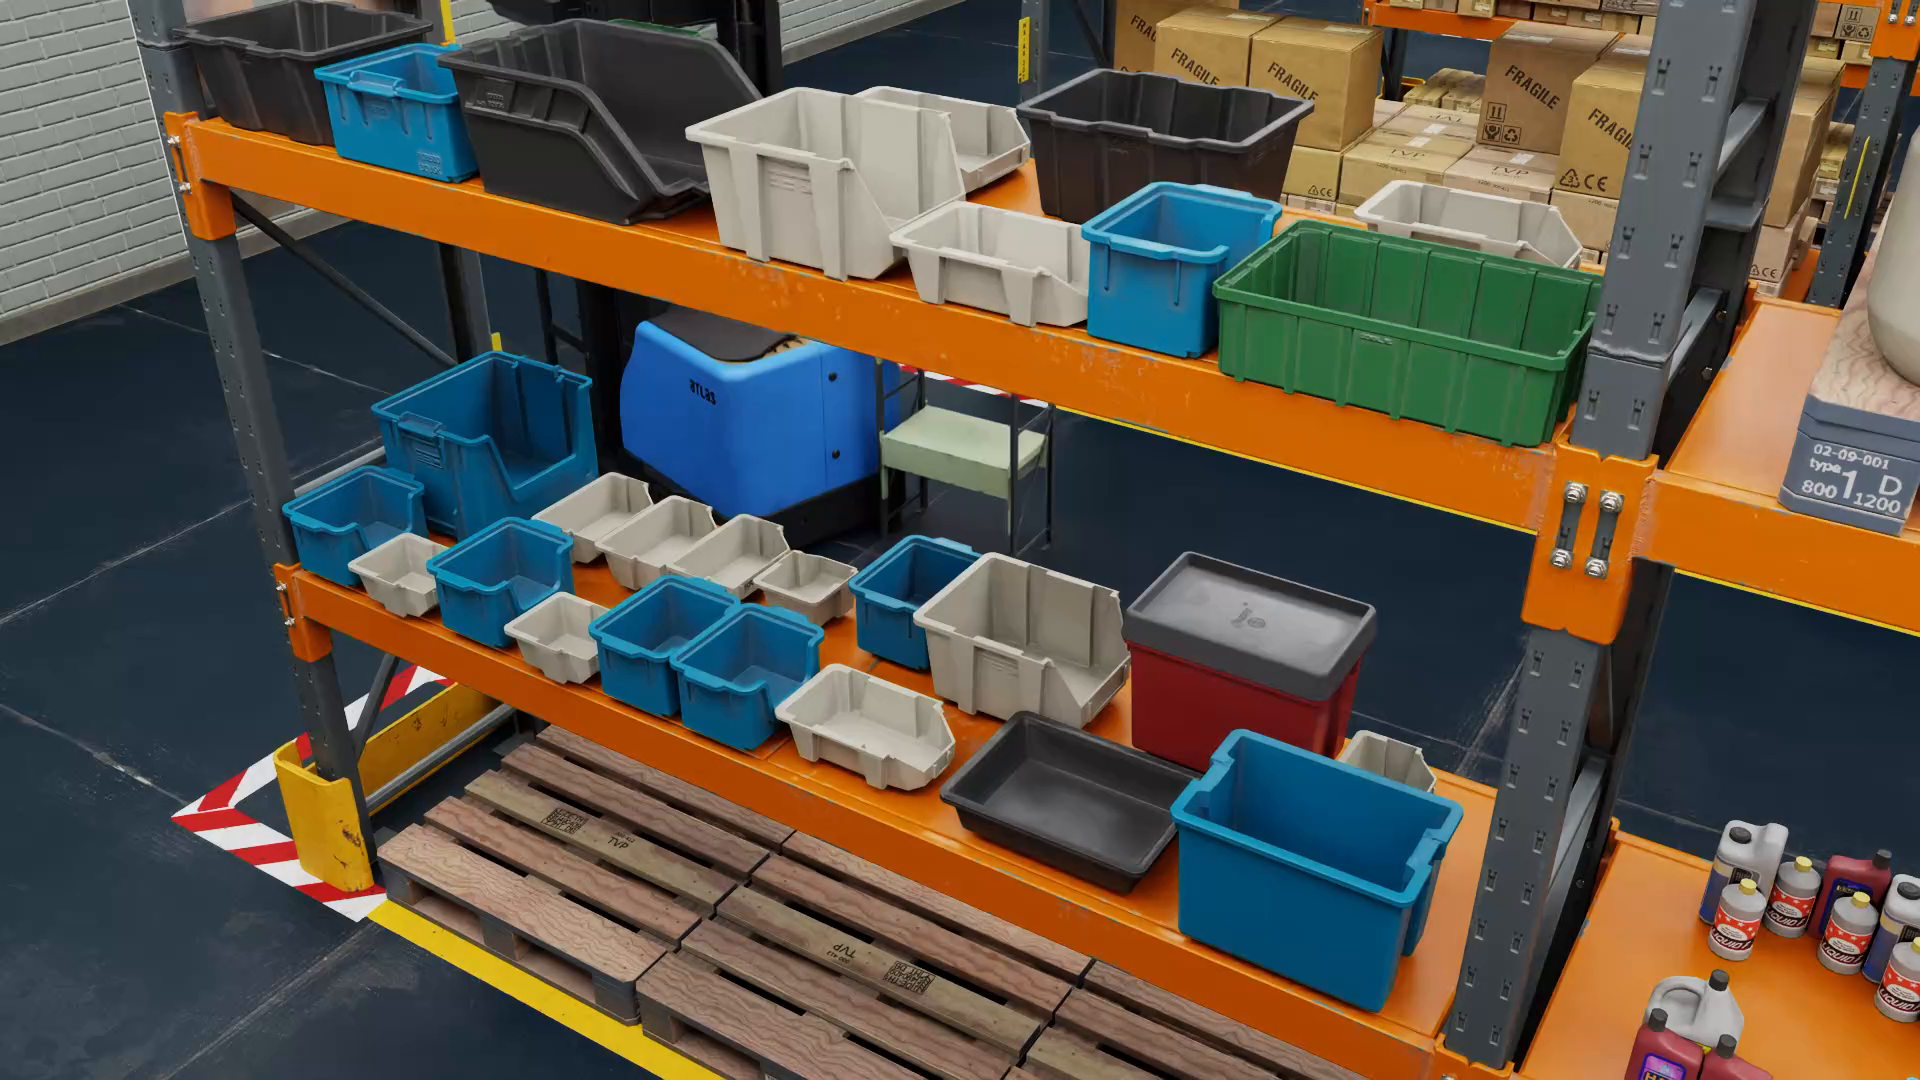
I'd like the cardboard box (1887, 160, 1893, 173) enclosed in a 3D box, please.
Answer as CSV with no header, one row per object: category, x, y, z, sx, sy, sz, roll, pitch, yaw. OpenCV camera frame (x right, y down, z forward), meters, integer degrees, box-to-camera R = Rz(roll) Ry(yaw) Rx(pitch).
cardboard box,6.610,-2.737,12.081,0.250,0.149,0.380,19,35,30

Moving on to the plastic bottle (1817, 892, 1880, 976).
plastic bottle,2.090,0.914,3.904,0.097,0.201,0.097,0,30,0

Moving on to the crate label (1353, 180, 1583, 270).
crate label,1.130,-0.657,3.684,0.466,0.136,0.293,18,35,27

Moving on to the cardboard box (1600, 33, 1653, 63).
cardboard box,3.341,-2.095,7.973,0.500,0.500,0.500,18,35,27

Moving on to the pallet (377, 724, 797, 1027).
pallet,-1.319,1.150,6.070,1.213,0.211,1.003,18,35,27

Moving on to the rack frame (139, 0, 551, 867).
rack frame,-1.997,-0.292,5.774,0.127,3.000,1.000,18,35,27

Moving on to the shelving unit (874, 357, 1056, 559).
shelving unit,0.028,-0.640,7.851,0.755,1.500,0.431,16,34,27

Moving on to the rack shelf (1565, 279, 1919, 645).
rack shelf,3.085,0.330,2.444,4.000,0.370,1.077,18,35,27

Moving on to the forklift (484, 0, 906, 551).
forklift,-1.608,-1.808,8.441,1.130,2.935,3.031,-23,37,-34

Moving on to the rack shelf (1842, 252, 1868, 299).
rack shelf,5.718,-0.488,6.824,4.000,0.370,1.077,18,35,27

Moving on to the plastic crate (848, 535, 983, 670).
plastic crate,-0.121,0.195,5.046,0.300,0.233,0.416,18,35,27

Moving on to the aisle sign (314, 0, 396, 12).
aisle sign,-1.902,-1.559,5.366,0.004,0.787,0.394,18,35,27

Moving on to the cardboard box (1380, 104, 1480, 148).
cardboard box,2.492,-2.043,8.629,0.500,0.250,0.500,18,35,27

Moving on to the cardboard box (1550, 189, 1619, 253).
cardboard box,3.071,-1.542,7.770,0.500,0.250,0.500,19,35,29

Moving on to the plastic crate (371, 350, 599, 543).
plastic crate,-1.614,-0.323,5.733,0.499,0.435,0.616,18,35,27

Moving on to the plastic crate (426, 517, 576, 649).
plastic crate,-1.405,0.137,5.145,0.300,0.233,0.416,18,35,27

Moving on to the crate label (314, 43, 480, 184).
crate label,-1.387,-1.139,4.396,0.502,0.251,0.408,18,35,27

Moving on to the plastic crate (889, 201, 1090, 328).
plastic crate,0.111,-0.581,3.554,0.466,0.136,0.293,18,35,27

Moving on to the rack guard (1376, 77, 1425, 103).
rack guard,3.423,-3.396,13.575,0.348,0.500,1.175,18,35,27

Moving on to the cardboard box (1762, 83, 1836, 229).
cardboard box,3.493,-1.731,7.350,0.500,0.500,0.500,19,35,29

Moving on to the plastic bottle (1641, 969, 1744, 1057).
plastic bottle,1.551,1.044,3.532,0.185,0.351,0.144,18,35,27

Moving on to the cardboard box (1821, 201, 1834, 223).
cardboard box,6.233,-2.334,11.686,0.250,0.149,0.380,18,35,28

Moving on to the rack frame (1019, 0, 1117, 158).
rack frame,0.636,-2.406,9.398,0.127,3.000,1.000,18,35,27

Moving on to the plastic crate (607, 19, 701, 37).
plastic crate,-1.010,-1.354,4.828,0.336,0.188,0.450,18,35,27

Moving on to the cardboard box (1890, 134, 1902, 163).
cardboard box,6.565,-2.812,11.915,0.250,0.149,0.380,19,35,29

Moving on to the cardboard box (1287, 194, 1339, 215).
cardboard box,1.852,-1.718,8.468,0.250,0.149,0.380,17,34,27

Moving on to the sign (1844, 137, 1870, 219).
sign,3.730,-1.505,6.916,0.005,0.325,0.100,18,35,27

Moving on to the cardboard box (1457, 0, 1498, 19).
cardboard box,3.896,-4.015,12.405,0.250,0.149,0.380,17,34,26

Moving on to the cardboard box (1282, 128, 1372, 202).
cardboard box,1.767,-1.953,8.475,0.500,0.250,0.500,16,34,26

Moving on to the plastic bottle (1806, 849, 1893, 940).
plastic bottle,2.117,0.840,3.949,0.133,0.283,0.061,18,35,27

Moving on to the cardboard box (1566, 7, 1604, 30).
cardboard box,4.599,-3.843,12.110,0.250,0.149,0.380,17,34,26

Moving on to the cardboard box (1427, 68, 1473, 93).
cardboard box,3.942,-3.669,13.385,0.250,0.149,0.380,18,35,28

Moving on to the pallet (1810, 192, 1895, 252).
pallet,6.159,-2.385,12.128,1.213,0.211,1.003,18,35,27

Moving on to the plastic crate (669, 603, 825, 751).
plastic crate,-0.593,0.394,4.705,0.300,0.233,0.416,18,35,27

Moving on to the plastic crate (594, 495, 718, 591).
plastic crate,-0.972,0.021,5.440,0.243,0.136,0.396,18,35,27

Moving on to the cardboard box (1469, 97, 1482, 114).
cardboard box,4.065,-3.273,12.705,0.250,0.149,0.380,17,35,27

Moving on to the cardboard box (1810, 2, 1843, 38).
cardboard box,5.748,-3.745,11.298,0.500,0.500,0.500,17,34,26

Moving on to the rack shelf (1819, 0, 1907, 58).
rack shelf,2.330,-2.855,7.905,4.000,0.370,1.077,18,35,27

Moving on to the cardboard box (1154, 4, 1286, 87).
cardboard box,1.323,-2.416,8.524,0.500,0.500,0.500,17,34,26

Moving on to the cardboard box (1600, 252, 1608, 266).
cardboard box,3.156,-1.306,7.761,0.250,0.149,0.380,17,34,27

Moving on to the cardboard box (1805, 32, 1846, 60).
cardboard box,5.910,-3.412,11.371,0.250,0.149,0.380,19,35,29

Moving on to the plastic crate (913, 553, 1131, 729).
plastic crate,0.196,0.317,4.788,0.530,0.282,0.437,18,35,27

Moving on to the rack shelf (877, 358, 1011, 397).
rack shelf,0.024,-0.979,7.656,0.720,0.370,0.431,16,34,27

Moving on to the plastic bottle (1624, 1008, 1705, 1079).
plastic bottle,1.475,1.110,3.486,0.133,0.283,0.061,18,35,27
